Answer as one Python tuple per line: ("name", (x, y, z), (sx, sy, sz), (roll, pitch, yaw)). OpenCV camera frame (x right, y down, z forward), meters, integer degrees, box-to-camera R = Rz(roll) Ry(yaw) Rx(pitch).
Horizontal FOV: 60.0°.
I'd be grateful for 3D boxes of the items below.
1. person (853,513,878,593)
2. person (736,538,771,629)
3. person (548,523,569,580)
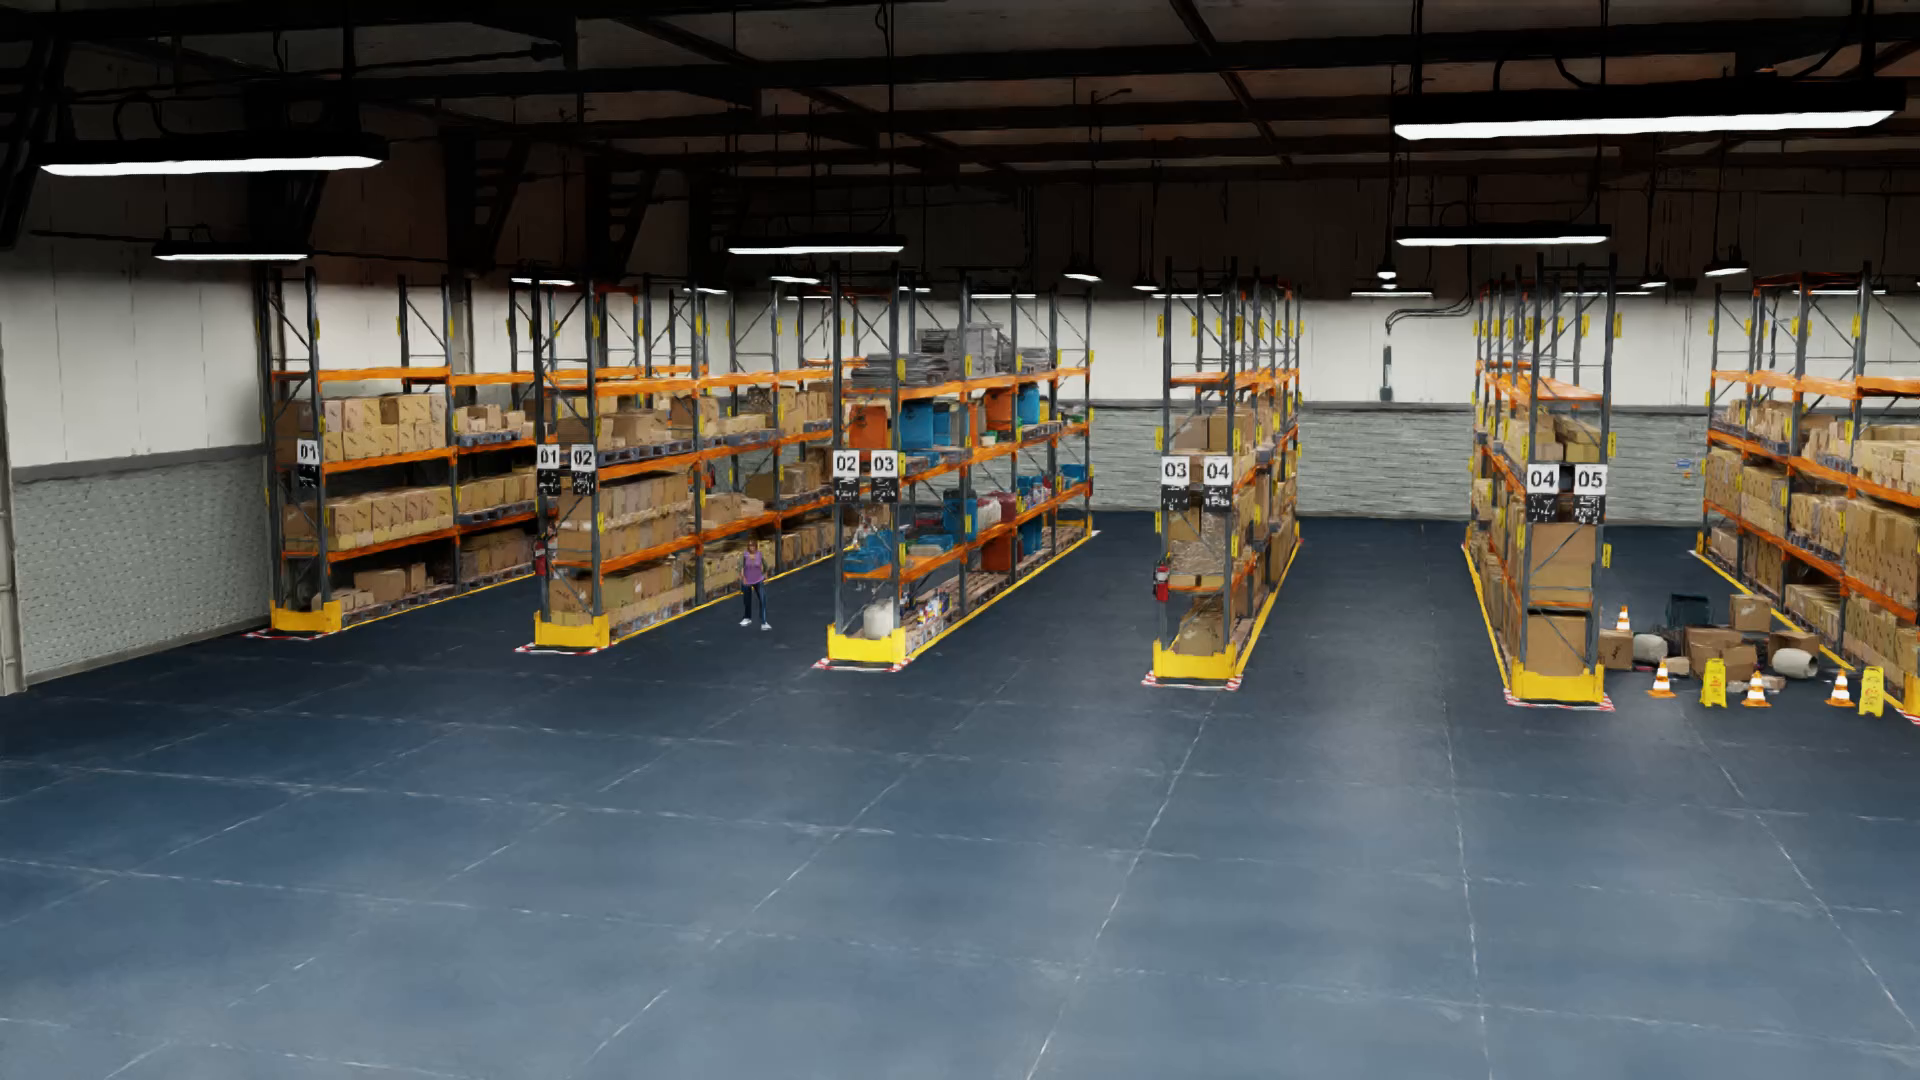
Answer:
("person", (-1.765, 0.244, 31.590), (0.566, 1.541, 0.519), (2, 7, 12))
("person", (-3.453, 0.708, 27.881), (0.568, 1.518, 0.780), (-1, 7, -4))
("person", (-7.164, 0.488, 29.296), (0.446, 1.590, 1.110), (2, 8, 17))
